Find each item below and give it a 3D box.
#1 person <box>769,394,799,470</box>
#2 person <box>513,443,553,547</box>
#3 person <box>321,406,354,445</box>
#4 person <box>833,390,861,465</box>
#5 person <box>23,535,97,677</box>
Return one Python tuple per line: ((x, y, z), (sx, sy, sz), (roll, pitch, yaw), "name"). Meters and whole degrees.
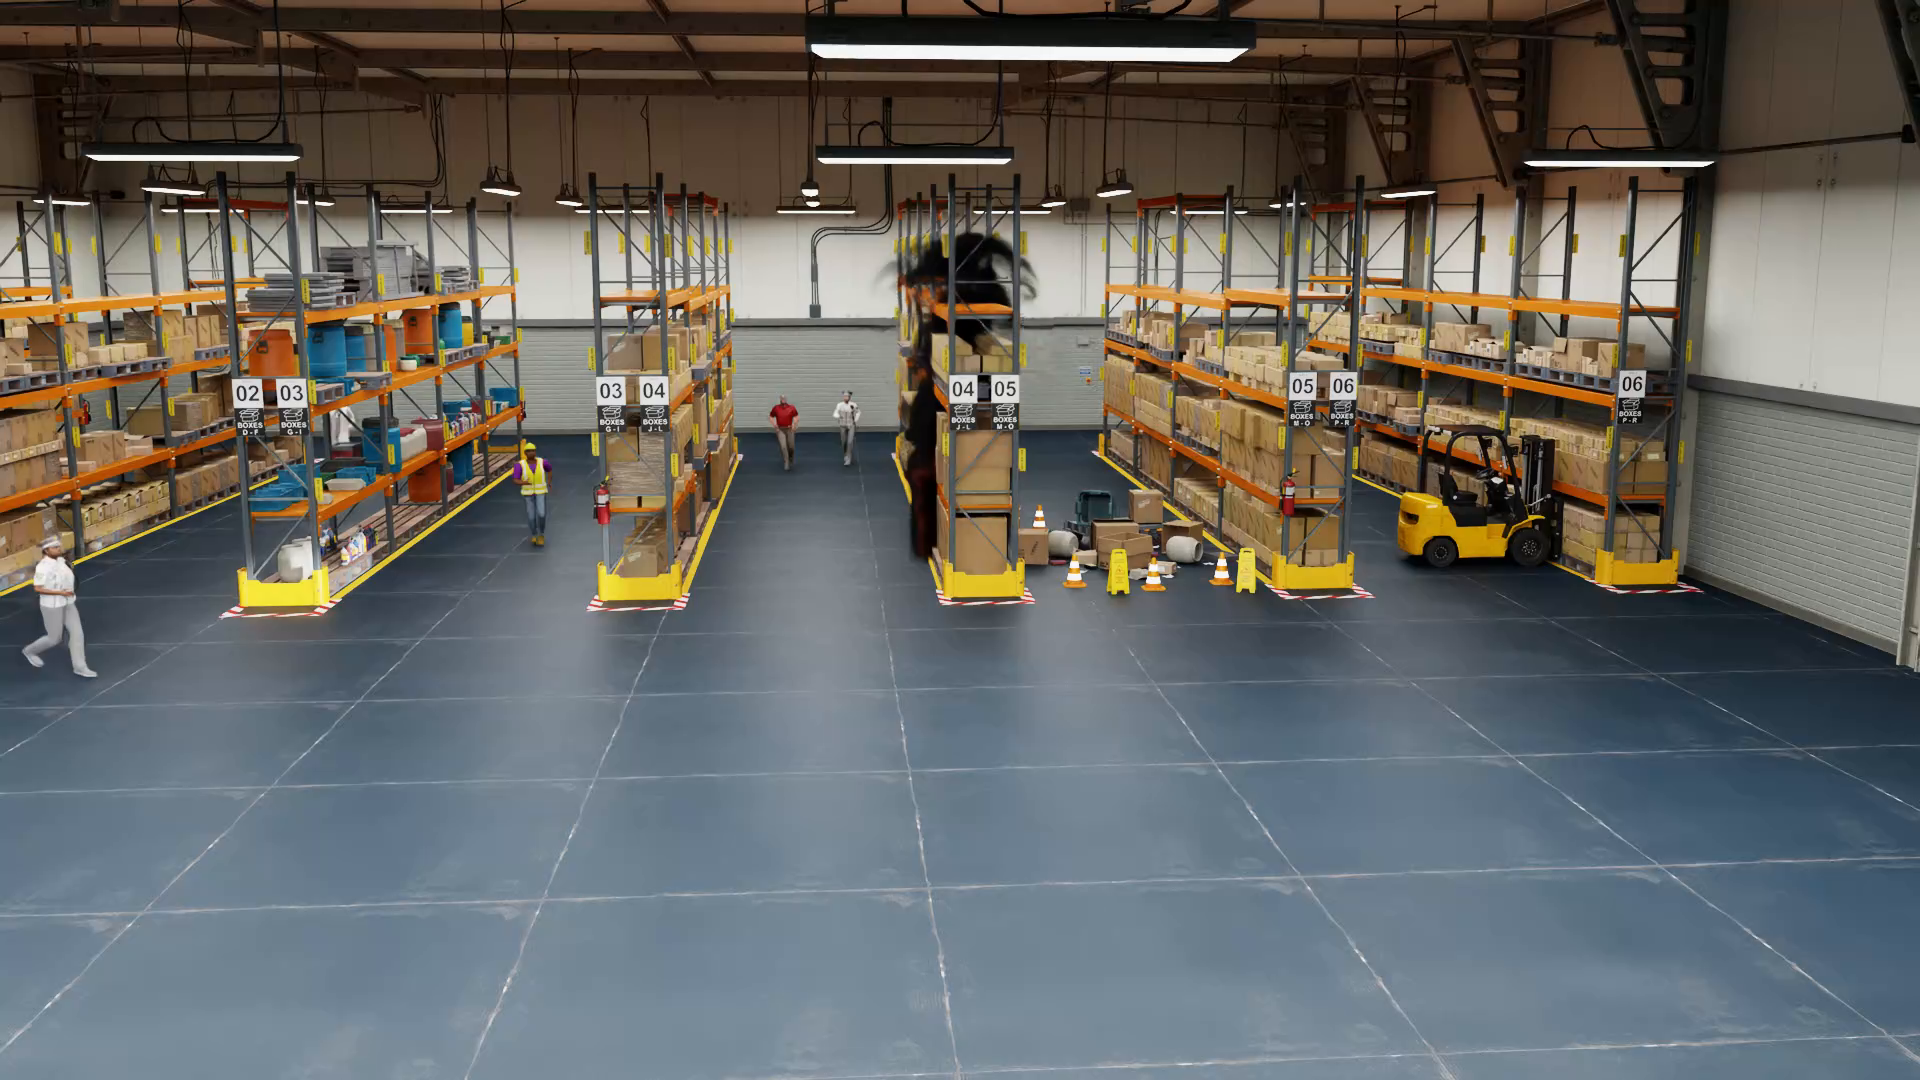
((-4.006, -2.473, 37.888), (0.674, 1.706, 0.655), (-1, 10, -8), "person")
((-7.164, -0.762, 27.954), (0.652, 1.752, 0.701), (-2, 10, -14), "person")
((-13.628, -2.245, 36.421), (0.666, 1.837, 0.790), (-2, 10, -12), "person")
((-2.627, -2.618, 38.460), (0.609, 1.685, 0.861), (1, 10, 6), "person")
((-10.582, 0.772, 19.469), (0.892, 1.696, 0.581), (2, 10, 12), "person")
